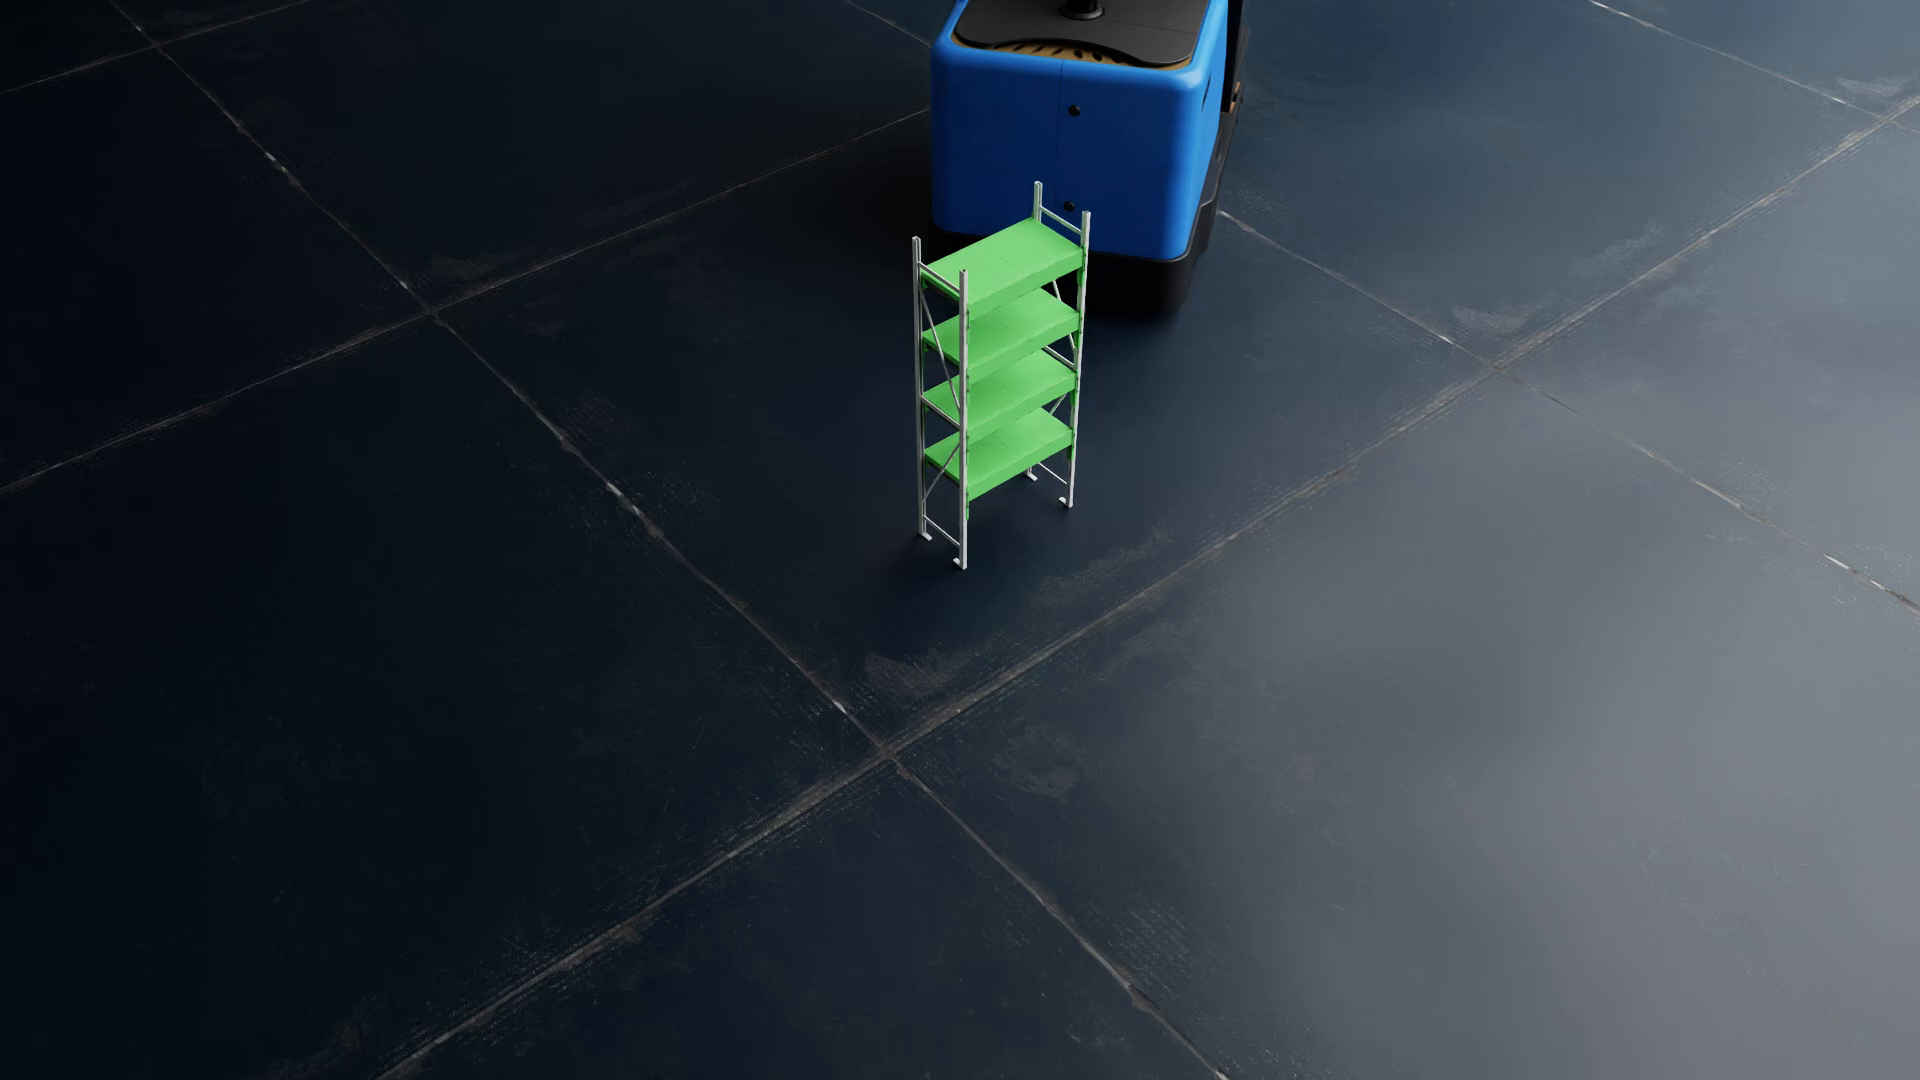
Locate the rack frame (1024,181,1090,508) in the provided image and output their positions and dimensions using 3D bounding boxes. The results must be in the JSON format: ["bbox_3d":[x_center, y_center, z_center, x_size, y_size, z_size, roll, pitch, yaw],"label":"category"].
[{"bbox_3d":[0.314,-0.617,5.531,0.015,1.200,0.240,-30,51,-28],"label":"rack frame"}]

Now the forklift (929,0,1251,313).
[{"bbox_3d":[0.725,-2.995,6.798,1.130,2.935,3.031,10,44,10],"label":"forklift"}]

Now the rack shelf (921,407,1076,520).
[{"bbox_3d":[0.127,-0.289,5.625,0.480,0.148,0.258,-30,51,-28],"label":"rack shelf"}]

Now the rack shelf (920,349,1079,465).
[{"bbox_3d":[0.127,-0.463,5.460,0.480,0.148,0.258,-30,51,-28],"label":"rack shelf"}]

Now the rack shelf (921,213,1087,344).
[{"bbox_3d":[0.127,-0.813,5.132,0.480,0.148,0.258,-30,51,-28],"label":"rack shelf"}]

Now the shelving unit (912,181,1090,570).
[{"bbox_3d":[0.127,-0.510,5.417,0.503,1.200,0.258,-30,51,-28],"label":"shelving unit"}]

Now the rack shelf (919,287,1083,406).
[{"bbox_3d":[0.127,-0.638,5.296,0.480,0.148,0.258,-30,51,-28],"label":"rack shelf"}]

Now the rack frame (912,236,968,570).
[{"bbox_3d":[-0.060,-0.403,5.303,0.015,1.200,0.240,-30,51,-28],"label":"rack frame"}]
